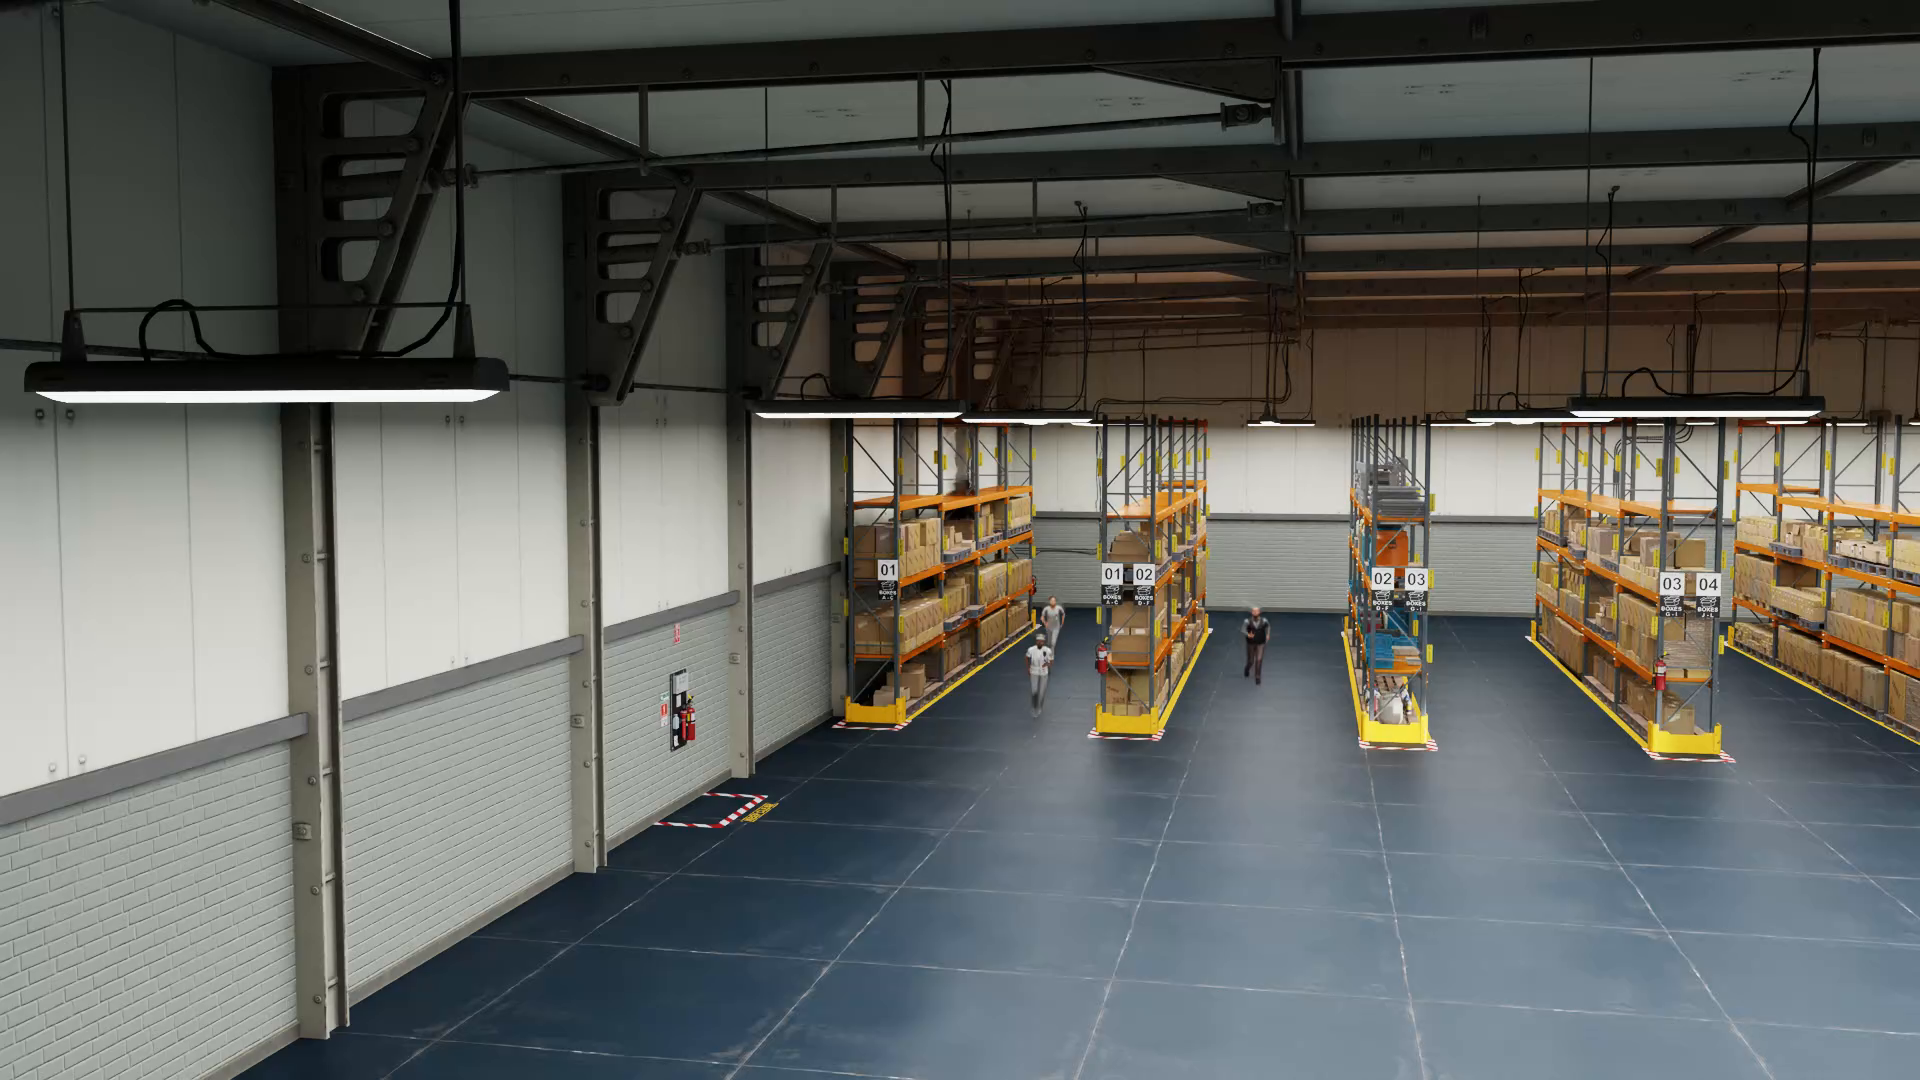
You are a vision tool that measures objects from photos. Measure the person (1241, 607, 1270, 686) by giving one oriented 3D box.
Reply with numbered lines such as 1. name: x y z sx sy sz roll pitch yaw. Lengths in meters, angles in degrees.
1. person: 6.676 2.366 37.568 0.669 1.729 0.949 0 4 4

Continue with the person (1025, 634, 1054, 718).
1. person: 1.581 2.684 33.047 0.565 1.681 0.711 0 4 1

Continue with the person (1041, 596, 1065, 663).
1. person: 2.279 2.198 40.828 0.589 1.644 0.885 0 4 5
